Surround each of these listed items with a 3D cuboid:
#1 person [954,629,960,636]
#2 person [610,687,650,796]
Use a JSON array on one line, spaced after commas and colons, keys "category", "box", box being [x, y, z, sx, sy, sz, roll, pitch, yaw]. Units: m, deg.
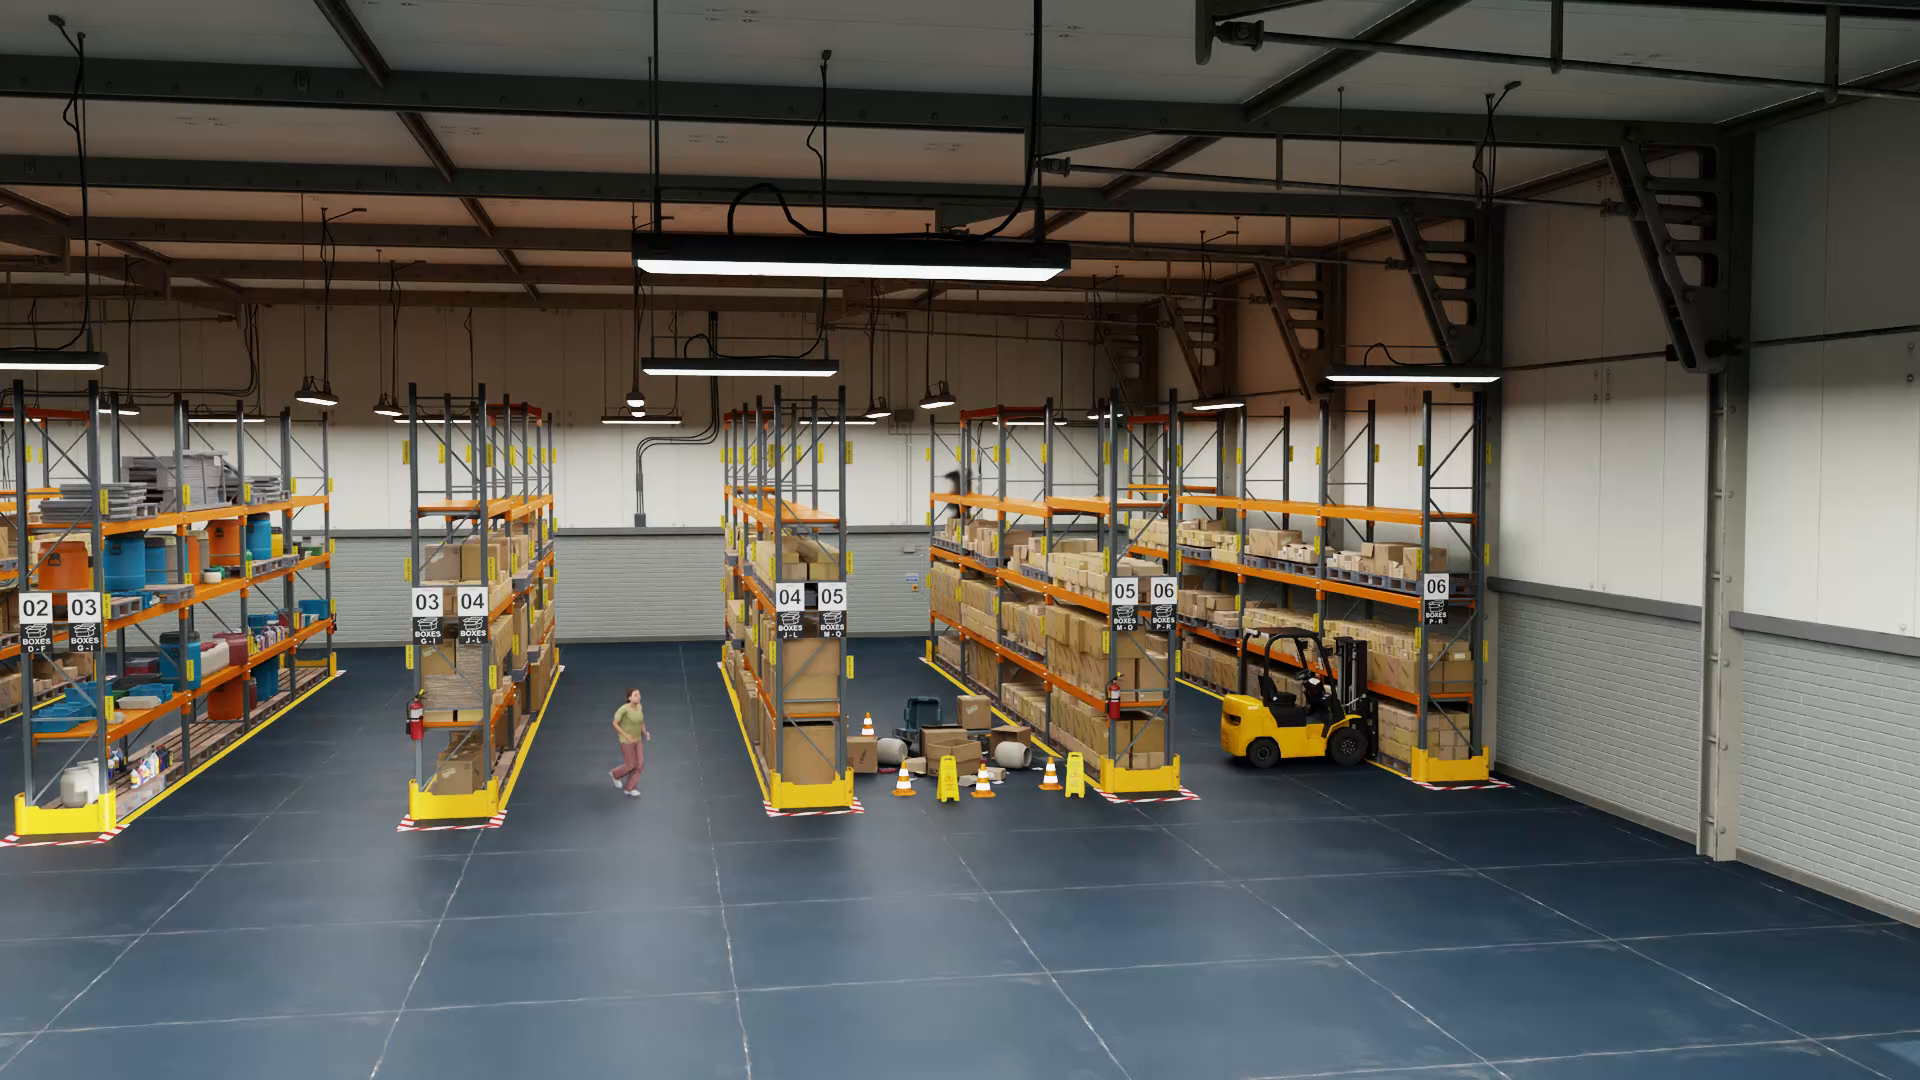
[{"category": "person", "box": [0.124, 2.044, 41.593, 0.995, 1.799, 0.571, 0, 3, 7]}, {"category": "person", "box": [-4.925, 2.964, 24.579, 0.593, 1.601, 0.582, 2, 4, 38]}]
